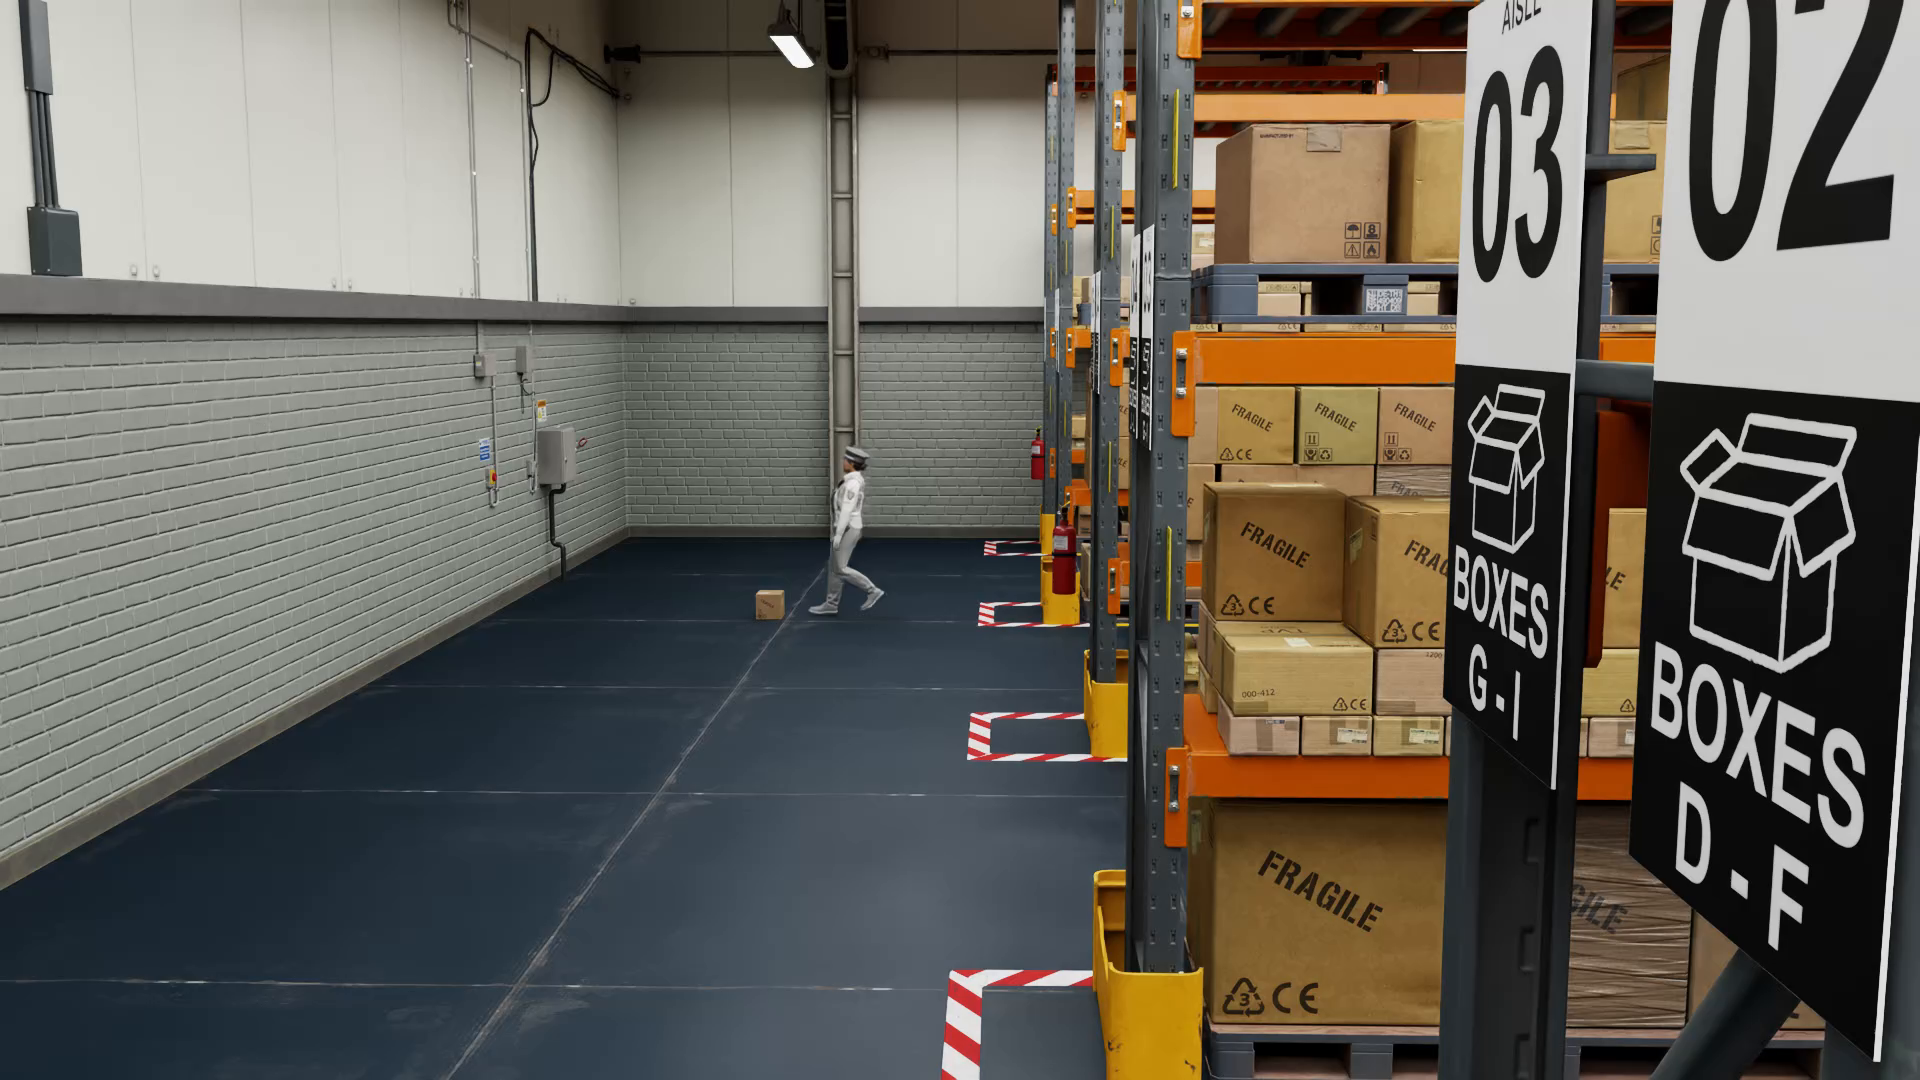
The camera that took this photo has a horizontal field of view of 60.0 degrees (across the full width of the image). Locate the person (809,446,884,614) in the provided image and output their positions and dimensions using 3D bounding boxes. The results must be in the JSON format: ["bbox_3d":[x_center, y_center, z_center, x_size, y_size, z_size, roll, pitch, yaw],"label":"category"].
[{"bbox_3d":[-1.130,-0.090,16.267,0.734,1.666,0.489,0,7,-1],"label":"person"}]
